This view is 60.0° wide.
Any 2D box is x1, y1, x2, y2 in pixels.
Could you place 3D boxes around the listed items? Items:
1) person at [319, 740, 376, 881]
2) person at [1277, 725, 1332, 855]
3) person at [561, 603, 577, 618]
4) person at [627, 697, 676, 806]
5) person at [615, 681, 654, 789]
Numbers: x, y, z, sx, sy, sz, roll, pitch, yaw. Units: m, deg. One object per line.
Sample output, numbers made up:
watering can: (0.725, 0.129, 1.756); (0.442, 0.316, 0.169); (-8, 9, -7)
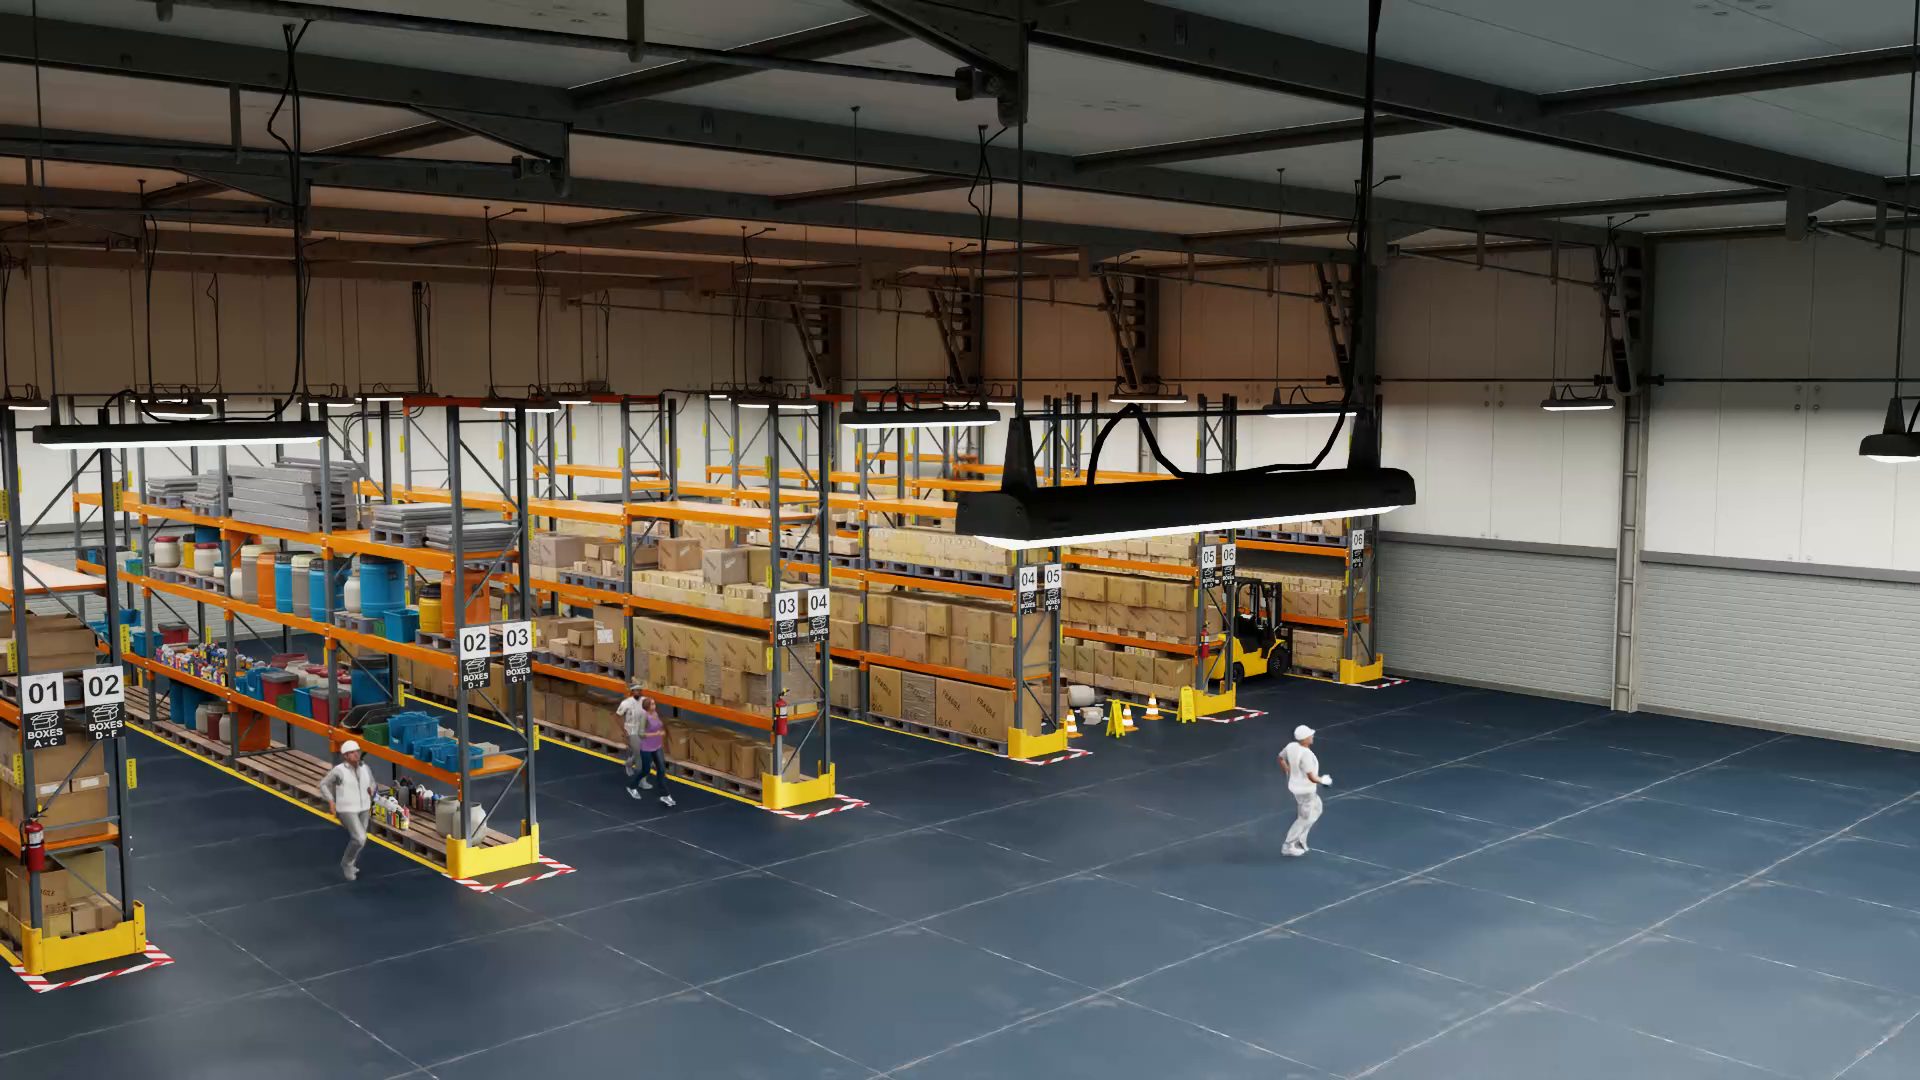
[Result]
person: (-7.662, 3.420, 21.033); (0.693, 1.771, 0.629); (4, 7, 33)
person: (4.595, 3.320, 22.134); (0.654, 1.752, 0.695); (-1, 6, -9)
person: (-9.796, 1.464, 41.476); (0.635, 1.766, 0.658); (-4, 7, -35)
person: (-4.608, 3.122, 24.708); (0.838, 1.607, 0.531); (3, 6, 29)
person: (-5.042, 2.999, 25.824); (0.578, 1.664, 0.773); (-5, 8, -44)
